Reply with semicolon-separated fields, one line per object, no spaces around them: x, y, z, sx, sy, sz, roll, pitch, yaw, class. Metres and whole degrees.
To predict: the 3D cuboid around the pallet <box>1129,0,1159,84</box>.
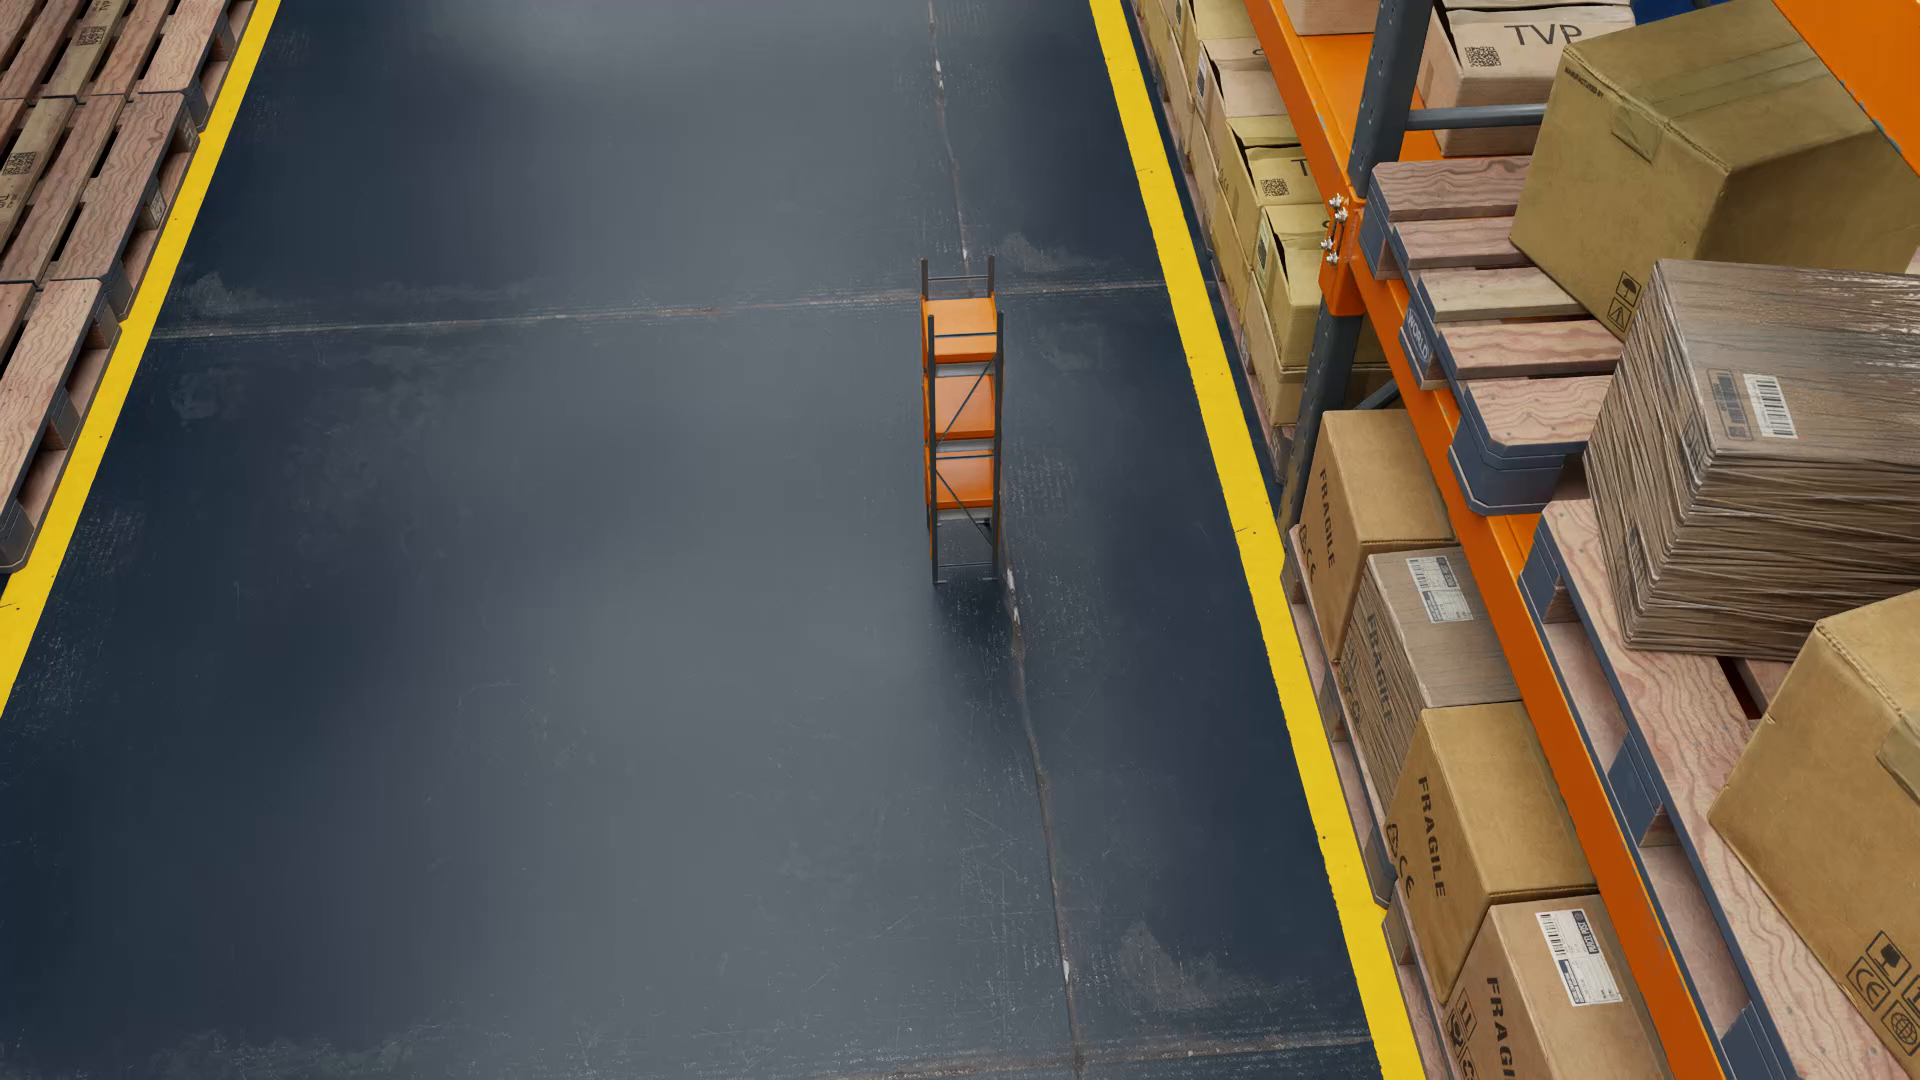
1.276;-2.475;7.449;1.003;0.211;1.213;-3;47;-3;pallet

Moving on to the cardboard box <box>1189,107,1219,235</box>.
1.138;-1.372;6.088;0.500;0.250;0.500;-3;47;-2;cardboard box

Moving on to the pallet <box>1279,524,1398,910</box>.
1.535;0.431;4.697;1.003;0.211;1.213;-3;47;-3;pallet

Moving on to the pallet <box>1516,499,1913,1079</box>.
1.678;0.402;2.936;1.003;0.211;1.213;-3;47;-3;pallet

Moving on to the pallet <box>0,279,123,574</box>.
-3.452;-0.376;5.461;1.003;0.211;1.213;-3;47;-3;pallet

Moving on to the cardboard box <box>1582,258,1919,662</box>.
1.562;-0.127;2.947;0.700;0.500;0.500;4;47;4;cardboard box

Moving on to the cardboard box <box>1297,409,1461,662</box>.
1.264;-0.016;4.618;0.500;0.500;0.500;-2;47;-2;cardboard box

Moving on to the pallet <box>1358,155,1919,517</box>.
1.637;-0.519;3.807;1.213;0.211;1.003;-3;47;-3;pallet

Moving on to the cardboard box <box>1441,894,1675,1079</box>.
1.399;1.103;3.558;0.500;0.500;0.500;-5;47;-5;cardboard box

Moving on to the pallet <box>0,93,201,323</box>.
-3.551;-1.257;6.295;1.003;0.211;1.213;-3;47;-3;pallet

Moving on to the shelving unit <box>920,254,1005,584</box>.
0.004;-0.322;4.832;0.215;1.050;0.252;-3;47;-3;shelving unit

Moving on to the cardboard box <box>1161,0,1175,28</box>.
1.043;-2.305;6.586;0.500;0.311;0.500;-5;47;-5;cardboard box

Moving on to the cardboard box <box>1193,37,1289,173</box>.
1.132;-1.567;5.887;0.500;0.311;0.500;-4;47;-4;cardboard box

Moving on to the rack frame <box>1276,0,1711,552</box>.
1.511;-1.071;4.198;1.000;3.000;0.127;-3;47;-3;rack frame

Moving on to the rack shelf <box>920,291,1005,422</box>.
0.004;-0.510;4.634;0.215;0.259;0.240;-3;47;-3;rack shelf

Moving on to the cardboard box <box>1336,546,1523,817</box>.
1.313;0.363;4.259;0.500;0.500;0.500;-5;47;-5;cardboard box

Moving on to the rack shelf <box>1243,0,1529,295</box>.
1.343;-2.270;5.830;1.077;0.370;4.000;-3;47;-3;rack shelf

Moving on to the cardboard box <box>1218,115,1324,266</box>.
1.171;-1.202;5.541;0.500;0.311;0.500;-4;47;-4;cardboard box

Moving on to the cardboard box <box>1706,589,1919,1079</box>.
1.636;0.370;2.476;0.700;0.500;0.500;-14;48;-13;cardboard box

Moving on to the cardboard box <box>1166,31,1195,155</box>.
1.092;-1.744;6.441;0.500;0.250;0.500;-3;47;-3;cardboard box

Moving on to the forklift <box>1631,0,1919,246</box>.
3.268;-1.693;4.835;1.130;2.935;3.031;-5;47;-5;forklift

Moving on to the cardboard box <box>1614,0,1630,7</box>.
1.629;-1.699;4.854;0.500;0.311;0.500;-4;47;-4;cardboard box

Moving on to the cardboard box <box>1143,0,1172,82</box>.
1.050;-2.112;6.789;0.500;0.250;0.500;-5;47;-5;cardboard box

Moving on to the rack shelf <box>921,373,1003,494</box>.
0.004;-0.315;4.840;0.215;0.259;0.240;-3;47;-3;rack shelf

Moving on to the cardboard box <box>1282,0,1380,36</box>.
1.160;-1.618;4.890;0.380;0.149;0.250;-3;47;-3;cardboard box

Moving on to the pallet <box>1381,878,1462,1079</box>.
1.634;1.311;3.863;1.003;0.211;1.213;-3;47;-3;pallet

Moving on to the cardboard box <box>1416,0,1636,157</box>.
1.524;-1.306;4.482;0.500;0.311;0.500;-1;47;-1;cardboard box

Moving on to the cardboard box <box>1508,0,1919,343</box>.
1.676;-0.801;3.584;0.700;0.500;0.500;-18;49;-16;cardboard box

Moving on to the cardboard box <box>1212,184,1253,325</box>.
1.177;-1.008;5.743;0.500;0.250;0.500;-4;47;-4;cardboard box

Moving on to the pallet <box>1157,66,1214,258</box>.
1.381;-1.591;6.611;1.003;0.211;1.213;-3;47;-3;pallet

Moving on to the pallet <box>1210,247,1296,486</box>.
1.480;-0.710;5.777;1.003;0.211;1.213;-3;47;-3;pallet

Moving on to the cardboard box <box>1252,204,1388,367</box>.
1.221;-0.826;5.185;0.500;0.311;0.500;-2;47;-2;cardboard box

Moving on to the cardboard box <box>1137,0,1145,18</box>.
1.004;-2.487;7.144;0.500;0.250;0.500;-2;47;-2;cardboard box

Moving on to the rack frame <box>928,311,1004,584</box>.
0.015;-0.234;4.749;0.200;1.050;0.008;-3;47;-3;rack frame

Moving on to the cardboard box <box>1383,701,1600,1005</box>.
1.350;0.726;3.915;0.500;0.500;0.500;-4;47;-4;cardboard box

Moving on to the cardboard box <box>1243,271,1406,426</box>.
1.223;-0.635;5.390;0.500;0.250;0.500;-2;47;-2;cardboard box

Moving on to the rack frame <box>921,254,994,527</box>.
-0.006;-0.411;4.916;0.200;1.050;0.008;-3;47;-3;rack frame

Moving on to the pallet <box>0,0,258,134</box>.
-3.656;-2.142;7.133;1.003;0.211;1.213;-3;47;-3;pallet

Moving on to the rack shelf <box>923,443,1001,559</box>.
0.004;-0.124;5.042;0.215;0.259;0.240;-3;47;-3;rack shelf

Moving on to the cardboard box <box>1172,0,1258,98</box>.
1.092;-1.930;6.230;0.500;0.311;0.500;-2;47;-2;cardboard box

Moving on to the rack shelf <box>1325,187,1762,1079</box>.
1.678;0.624;3.089;1.077;0.370;4.000;-3;47;-3;rack shelf
